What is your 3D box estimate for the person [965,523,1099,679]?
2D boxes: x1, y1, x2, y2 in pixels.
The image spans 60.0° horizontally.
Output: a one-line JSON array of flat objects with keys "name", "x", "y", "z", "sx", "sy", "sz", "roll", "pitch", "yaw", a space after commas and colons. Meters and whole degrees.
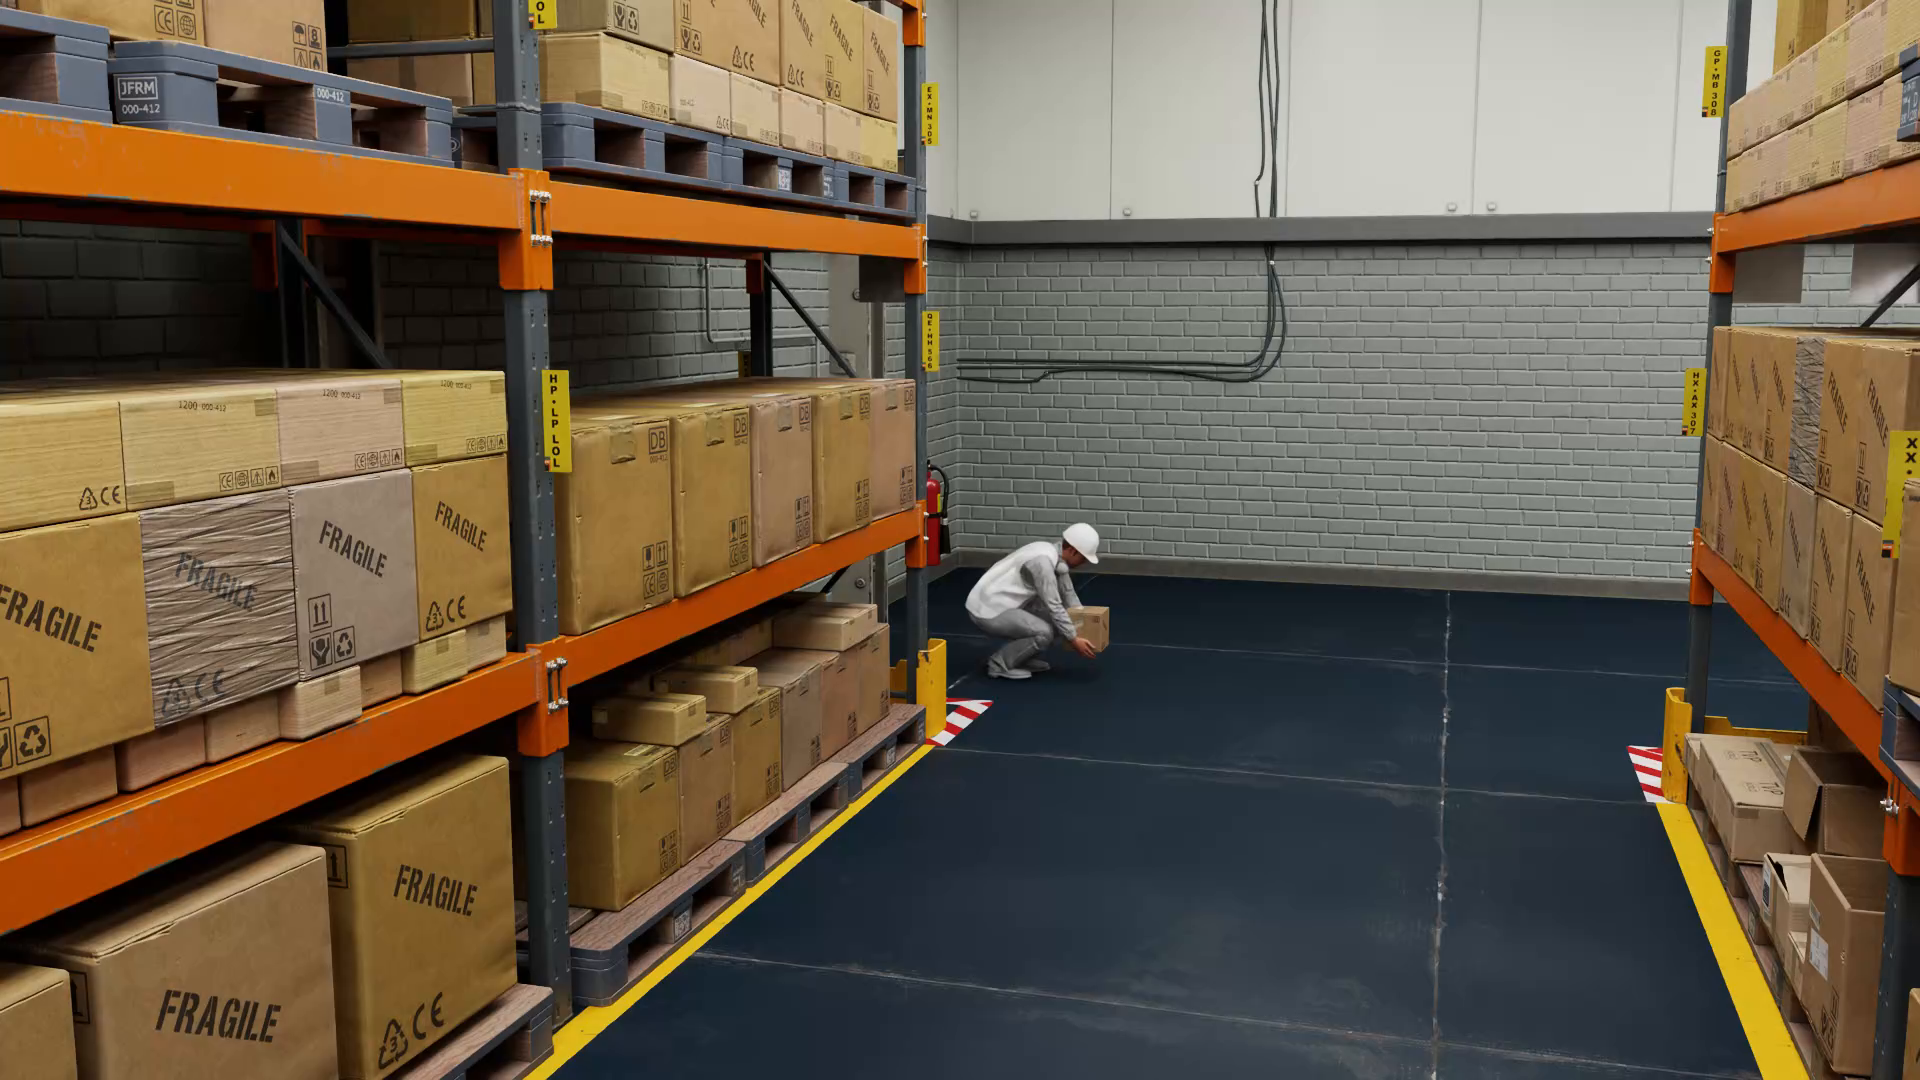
[{"name": "person", "x": 0.485, "y": 0.385, "z": 10.787, "sx": 0.867, "sy": 1.006, "sz": 0.539, "roll": 2, "pitch": 9, "yaw": 16}]
